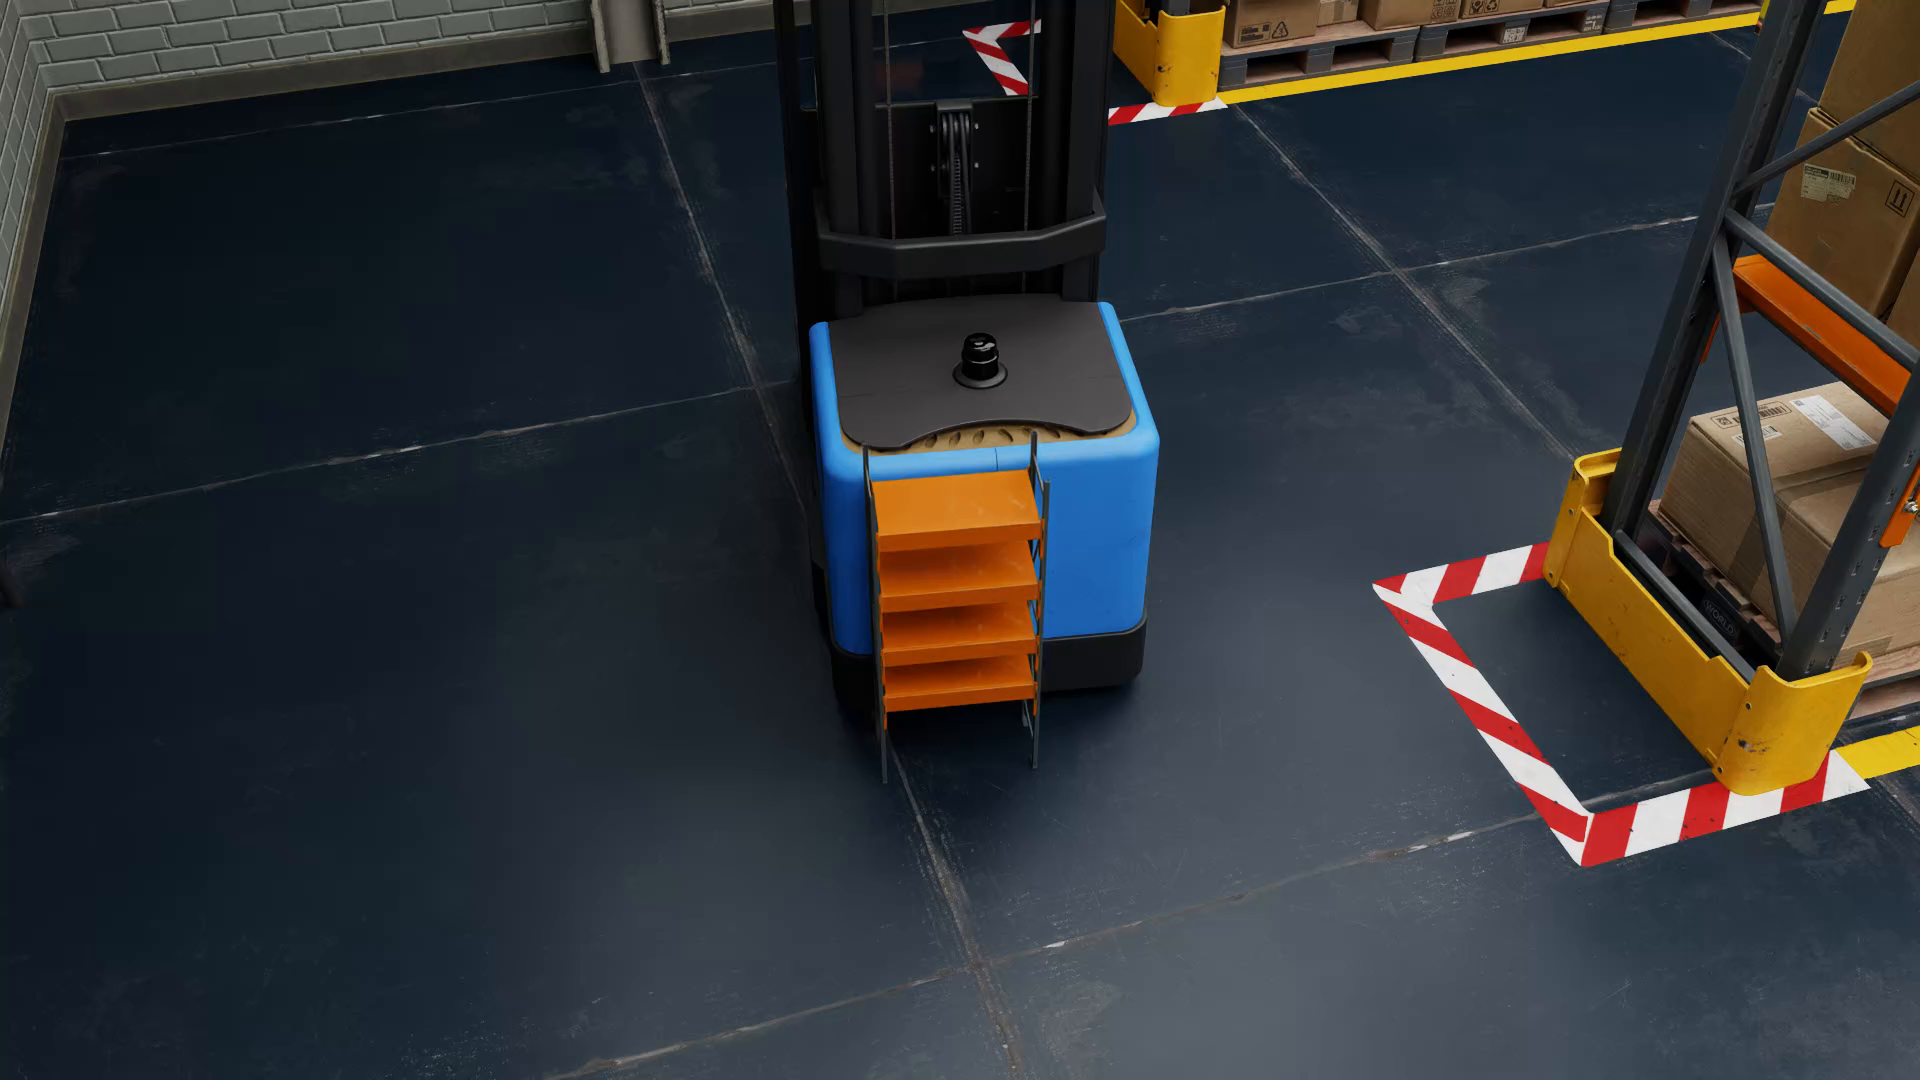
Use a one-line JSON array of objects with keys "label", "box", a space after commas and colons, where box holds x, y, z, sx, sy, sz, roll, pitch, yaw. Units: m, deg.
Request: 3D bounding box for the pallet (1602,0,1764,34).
[{"label": "pallet", "box": [4.149, -3.425, 10.010, 1.213, 0.211, 1.003, -12, 42, -13]}]

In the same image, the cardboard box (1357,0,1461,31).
[{"label": "cardboard box", "box": [2.428, -3.243, 9.262, 0.500, 0.500, 0.700, -10, 42, -11]}]

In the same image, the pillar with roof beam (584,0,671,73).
[{"label": "pillar with roof beam", "box": [-0.560, -3.410, 3.314, 0.400, 9.000, 9.100, -12, 42, -13]}]

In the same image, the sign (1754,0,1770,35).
[{"label": "sign", "box": [2.334, -1.574, 4.712, 0.005, 0.325, 0.100, -12, 42, -13]}]

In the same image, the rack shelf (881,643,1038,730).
[{"label": "rack shelf", "box": [-0.014, 0.434, 5.245, 0.480, 0.148, 0.258, -5, 41, -6]}]

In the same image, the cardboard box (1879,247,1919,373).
[{"label": "cardboard box", "box": [3.028, -0.658, 4.647, 0.500, 0.500, 0.500, -12, 43, -13]}]

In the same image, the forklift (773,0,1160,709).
[{"label": "forklift", "box": [-0.080, -1.515, 5.757, 1.130, 2.935, 3.031, -5, 41, -6]}]

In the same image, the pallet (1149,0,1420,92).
[{"label": "pallet", "box": [1.822, -2.943, 9.458, 1.213, 0.211, 1.003, -12, 42, -13]}]

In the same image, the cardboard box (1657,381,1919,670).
[{"label": "cardboard box", "box": [3.083, -0.092, 5.704, 0.875, 0.438, 0.875, -13, 43, -15]}]

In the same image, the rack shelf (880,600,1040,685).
[{"label": "rack shelf", "box": [-0.014, 0.285, 5.114, 0.480, 0.148, 0.258, -5, 41, -6]}]

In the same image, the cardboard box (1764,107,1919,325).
[{"label": "cardboard box", "box": [2.864, -1.005, 5.044, 0.500, 0.500, 0.500, -11, 42, -13]}]

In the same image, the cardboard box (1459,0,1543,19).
[{"label": "cardboard box", "box": [2.963, -3.284, 9.310, 0.500, 0.500, 0.500, -11, 42, -12]}]

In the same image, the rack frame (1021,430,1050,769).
[{"label": "rack frame", "box": [0.228, 0.214, 5.094, 0.015, 1.200, 0.240, -5, 41, -6]}]

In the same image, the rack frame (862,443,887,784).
[{"label": "rack frame", "box": [-0.256, 0.255, 5.047, 0.015, 1.200, 0.240, -5, 41, -6]}]

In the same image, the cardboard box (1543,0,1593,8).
[{"label": "cardboard box", "box": [3.418, -3.448, 9.497, 0.500, 0.500, 0.700, -13, 43, -15]}]

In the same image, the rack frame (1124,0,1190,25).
[{"label": "rack frame", "box": [0.989, -3.820, 8.342, 0.127, 3.000, 1.000, -12, 42, -13]}]

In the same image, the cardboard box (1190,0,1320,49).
[{"label": "cardboard box", "box": [1.601, -3.099, 9.096, 0.637, 0.503, 0.797, -13, 43, -15]}]

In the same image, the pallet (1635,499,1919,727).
[{"label": "pallet", "box": [3.223, 0.137, 5.932, 1.213, 0.211, 1.003, -12, 42, -13]}]

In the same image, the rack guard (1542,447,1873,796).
[{"label": "rack guard", "box": [2.461, 0.240, 5.595, 0.348, 0.500, 1.175, -12, 42, -13]}]

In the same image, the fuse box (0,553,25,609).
[{"label": "fuse box", "box": [-3.379, -0.438, 5.451, 0.414, 1.711, 0.539, -12, 42, -13]}]

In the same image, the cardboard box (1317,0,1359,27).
[{"label": "cardboard box", "box": [2.018, -3.025, 9.281, 0.250, 0.149, 0.380, -13, 43, -15]}]

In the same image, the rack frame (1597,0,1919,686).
[{"label": "rack frame", "box": [2.484, -0.706, 4.778, 0.127, 3.000, 1.000, -12, 42, -13]}]

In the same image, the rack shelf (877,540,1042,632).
[{"label": "rack shelf", "box": [-0.014, 0.116, 4.967, 0.480, 0.148, 0.258, -5, 41, -6]}]

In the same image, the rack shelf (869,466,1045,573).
[{"label": "rack shelf", "box": [-0.014, -0.062, 4.812, 0.480, 0.148, 0.258, -5, 41, -6]}]

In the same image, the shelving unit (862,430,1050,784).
[{"label": "shelving unit", "box": [-0.014, 0.234, 5.070, 0.503, 1.200, 0.258, -5, 41, -6]}]

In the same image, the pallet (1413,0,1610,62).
[{"label": "pallet", "box": [2.984, -3.182, 9.731, 1.213, 0.211, 1.003, -12, 42, -13]}]

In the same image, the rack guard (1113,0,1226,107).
[{"label": "rack guard", "box": [1.062, -2.894, 9.182, 0.348, 0.500, 1.175, -12, 42, -13]}]

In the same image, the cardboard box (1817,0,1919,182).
[{"label": "cardboard box", "box": [2.872, -1.365, 4.696, 0.500, 0.500, 0.500, -10, 42, -12]}]

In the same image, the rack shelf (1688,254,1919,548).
[{"label": "rack shelf", "box": [4.392, -0.830, 5.467, 4.000, 0.370, 1.077, -12, 42, -13]}]
